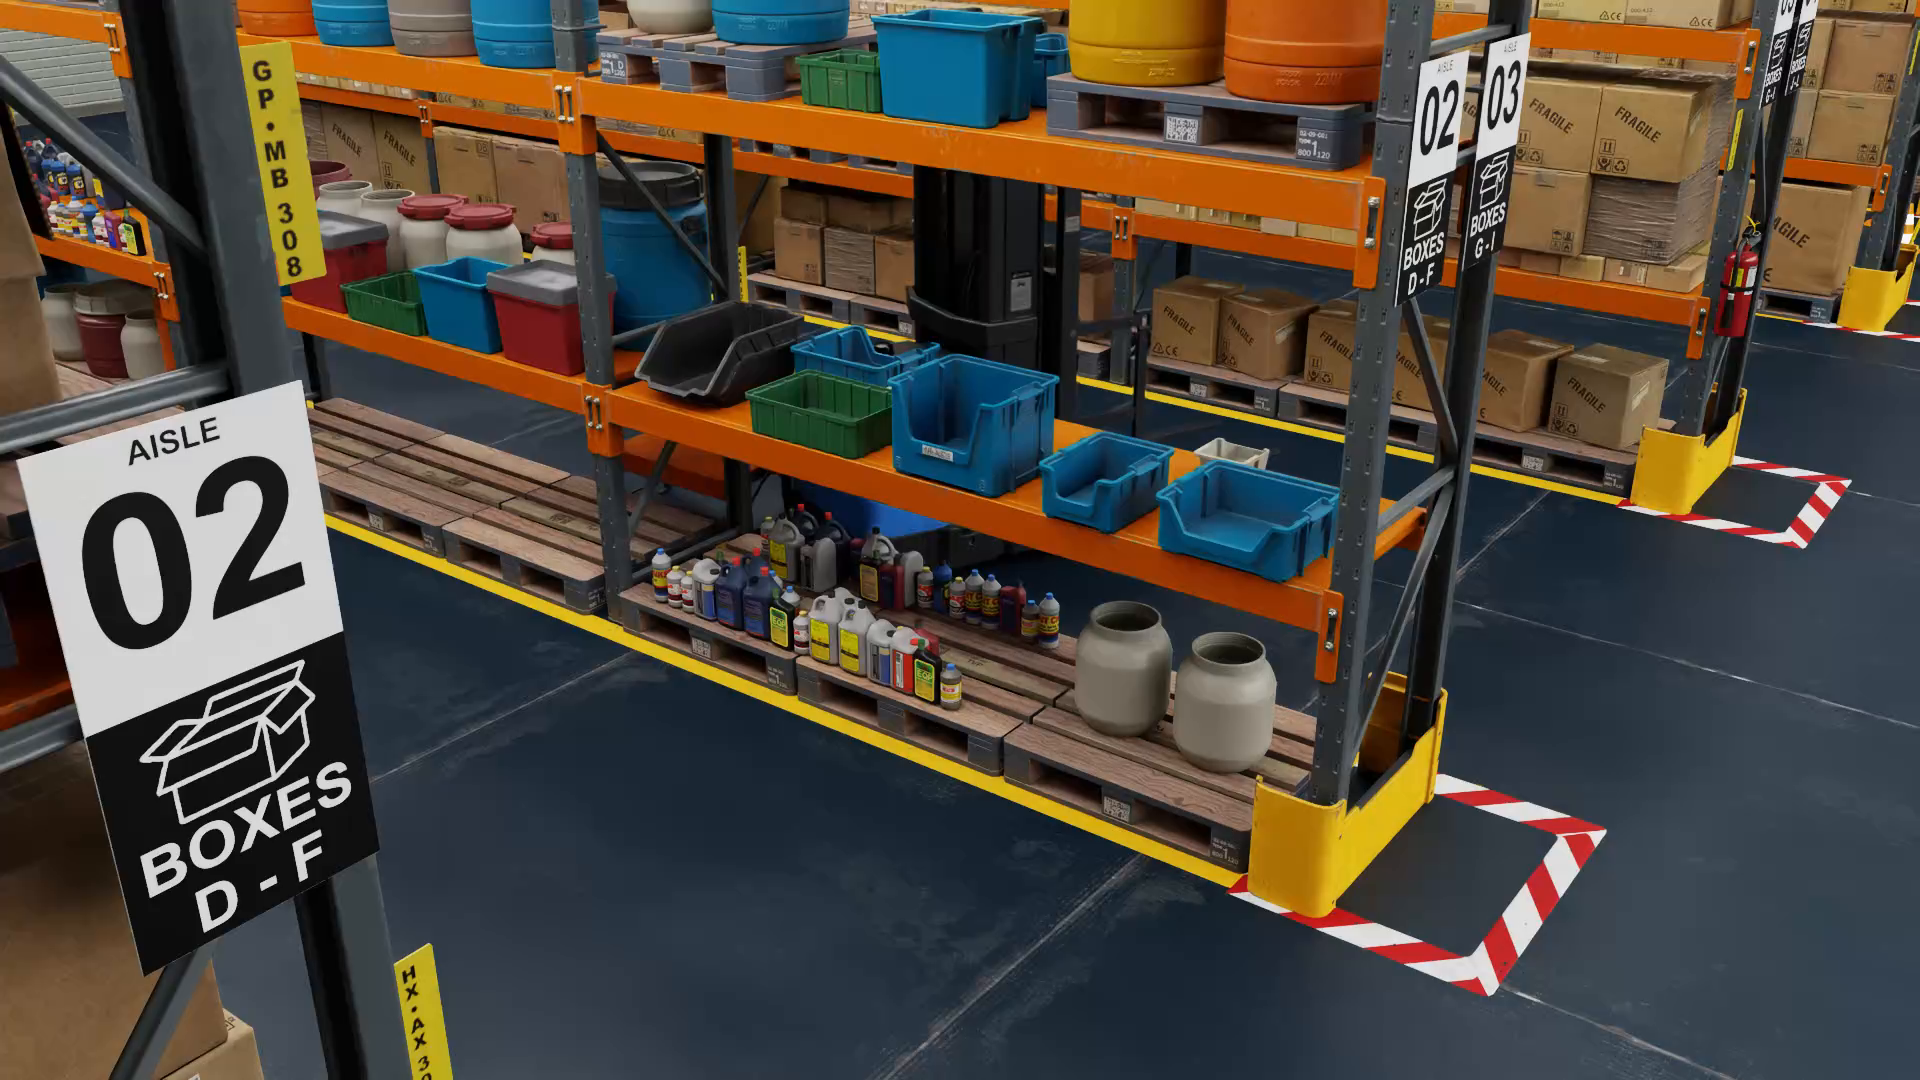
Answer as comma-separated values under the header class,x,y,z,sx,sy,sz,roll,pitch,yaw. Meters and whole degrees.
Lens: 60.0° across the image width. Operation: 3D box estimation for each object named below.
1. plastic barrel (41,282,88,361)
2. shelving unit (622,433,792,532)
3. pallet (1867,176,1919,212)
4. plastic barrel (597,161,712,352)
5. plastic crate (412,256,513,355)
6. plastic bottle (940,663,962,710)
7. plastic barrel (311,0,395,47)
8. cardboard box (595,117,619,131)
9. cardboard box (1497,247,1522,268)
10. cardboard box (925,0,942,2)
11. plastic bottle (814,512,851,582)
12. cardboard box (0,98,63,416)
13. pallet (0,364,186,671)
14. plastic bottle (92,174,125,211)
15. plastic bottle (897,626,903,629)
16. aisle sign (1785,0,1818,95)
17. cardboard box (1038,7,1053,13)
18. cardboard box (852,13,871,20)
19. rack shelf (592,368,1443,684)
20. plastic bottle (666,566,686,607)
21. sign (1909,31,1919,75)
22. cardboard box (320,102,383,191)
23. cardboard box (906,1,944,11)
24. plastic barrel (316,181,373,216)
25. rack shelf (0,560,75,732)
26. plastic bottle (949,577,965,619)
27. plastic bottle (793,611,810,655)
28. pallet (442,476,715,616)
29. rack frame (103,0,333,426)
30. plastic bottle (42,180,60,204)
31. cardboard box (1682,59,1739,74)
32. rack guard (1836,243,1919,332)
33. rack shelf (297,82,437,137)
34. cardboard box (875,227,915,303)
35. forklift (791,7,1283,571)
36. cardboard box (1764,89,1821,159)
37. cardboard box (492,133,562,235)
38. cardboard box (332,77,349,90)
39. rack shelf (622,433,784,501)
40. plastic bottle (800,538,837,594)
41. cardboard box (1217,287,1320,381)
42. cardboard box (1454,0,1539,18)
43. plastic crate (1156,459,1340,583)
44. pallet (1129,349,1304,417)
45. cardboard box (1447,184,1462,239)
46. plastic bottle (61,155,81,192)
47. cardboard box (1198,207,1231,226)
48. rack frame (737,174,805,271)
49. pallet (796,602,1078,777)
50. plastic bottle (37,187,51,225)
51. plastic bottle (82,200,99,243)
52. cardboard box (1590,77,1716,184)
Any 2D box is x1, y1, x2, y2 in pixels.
class,x,y,z,sx,sy,sz,roll,pitch,yaw
plastic barrel,-6.521,-1.608,12.244,0.421,0.512,0.421,0,24,0
shelving unit,-1.566,-0.639,9.789,1.048,1.125,0.538,16,29,33
pallet,9.916,-3.871,18.275,1.213,0.211,1.003,17,29,33
plastic barrel,-1.637,-1.514,8.844,0.708,0.901,0.600,17,29,33
plastic crate,-2.578,-1.252,8.892,0.575,0.384,0.392,17,29,33
plastic bottle,-0.041,0.651,7.478,0.097,0.201,0.097,0,24,0
plastic barrel,-3.093,-3.065,8.643,0.708,0.901,0.600,17,29,33
cardboard box,-3.096,-3.991,14.963,0.500,0.500,0.500,16,28,32
cardboard box,3.514,-1.855,10.552,0.250,0.149,0.380,17,29,33
cardboard box,-0.187,-6.137,19.011,0.250,0.149,0.380,16,29,33
plastic bottle,-0.667,0.027,8.709,0.185,0.351,0.144,15,28,31
cardboard box,-1.739,-0.345,2.270,0.637,0.503,0.797,19,30,37
pallet,-1.832,-0.040,2.511,1.213,0.211,1.003,17,29,33
plastic bottle,-6.081,-2.540,11.857,0.185,0.351,0.144,17,29,33
plastic bottle,-0.277,0.503,7.814,0.097,0.201,0.097,0,24,0
aisle sign,4.892,-2.995,9.604,0.004,0.787,0.394,17,29,33
cardboard box,1.059,-5.759,18.154,0.250,0.149,0.380,17,29,33
cardboard box,-1.004,-5.920,18.887,0.250,0.149,0.380,18,30,35
rack shelf,0.091,-0.280,7.558,4.000,0.370,1.077,17,29,33
plastic bottle,-1.436,0.229,8.435,0.097,0.201,0.097,0,24,0
sign,7.381,-3.766,12.848,0.005,0.325,0.100,17,29,33
cardboard box,-6.141,-4.249,17.787,0.875,0.875,0.875,17,29,33
cardboard box,-0.384,-5.868,18.400,0.250,0.149,0.380,18,30,36
plastic barrel,-3.759,-1.932,10.276,0.421,0.512,0.421,0,24,0
rack shelf,-2.883,-0.056,3.328,4.000,0.370,1.077,17,29,33
plastic bottle,-0.006,0.283,8.312,0.097,0.201,0.097,0,24,0
plastic bottle,-0.749,0.437,7.963,0.097,0.201,0.097,0,24,0
pallet,-2.161,0.005,9.476,1.213,0.211,1.003,17,29,33
rack frame,-4.710,-2.060,10.706,0.127,3.000,1.000,17,29,33
plastic bottle,-6.266,-2.335,11.474,0.133,0.283,0.061,17,29,33
cardboard box,6.582,-4.247,14.144,0.550,0.550,0.875,17,29,33
rack guard,7.737,-2.150,14.010,0.348,0.500,1.175,17,29,33
rack shelf,-6.541,-4.780,17.771,4.000,0.370,1.077,17,29,33
cardboard box,-0.282,-2.295,13.794,0.500,0.500,0.700,20,31,38
forklift,0.552,-1.511,9.545,3.031,2.935,1.130,-13,27,-27
cardboard box,6.940,-3.569,13.945,0.550,0.550,0.875,17,29,33
cardboard box,-3.701,-3.482,16.046,0.875,0.875,1.225,16,28,32
cardboard box,-6.204,-4.728,17.071,0.250,0.149,0.380,17,29,34
rack shelf,-1.563,-0.416,9.890,1.000,0.278,0.538,16,29,33
plastic bottle,-0.736,0.115,8.601,0.135,0.276,0.152,17,29,33
cardboard box,2.220,-1.494,12.000,0.500,0.500,0.500,-16,28,-31
cardboard box,3.318,-3.309,10.006,0.500,0.250,0.500,18,29,34
plastic crate,1.112,-0.082,6.401,0.616,0.251,0.499,17,29,33
pallet,2.020,-1.264,12.357,1.213,0.211,1.003,17,29,33
cardboard box,3.392,-2.265,10.677,0.500,0.500,0.875,17,29,33
plastic bottle,-6.598,-2.737,12.396,0.135,0.276,0.152,17,29,33
cardboard box,1.862,-2.311,11.587,0.250,0.149,0.380,17,29,33
rack frame,-1.739,-3.658,14.333,0.127,3.000,1.000,17,29,33
pallet,-0.016,0.654,8.005,1.213,0.211,1.003,17,29,33
plastic bottle,-6.204,-2.244,11.267,0.133,0.283,0.061,17,29,33
plastic bottle,-5.711,-2.098,10.952,0.097,0.271,0.097,0,24,0
cardboard box,4.074,-2.417,9.782,0.500,0.500,0.500,17,29,33
